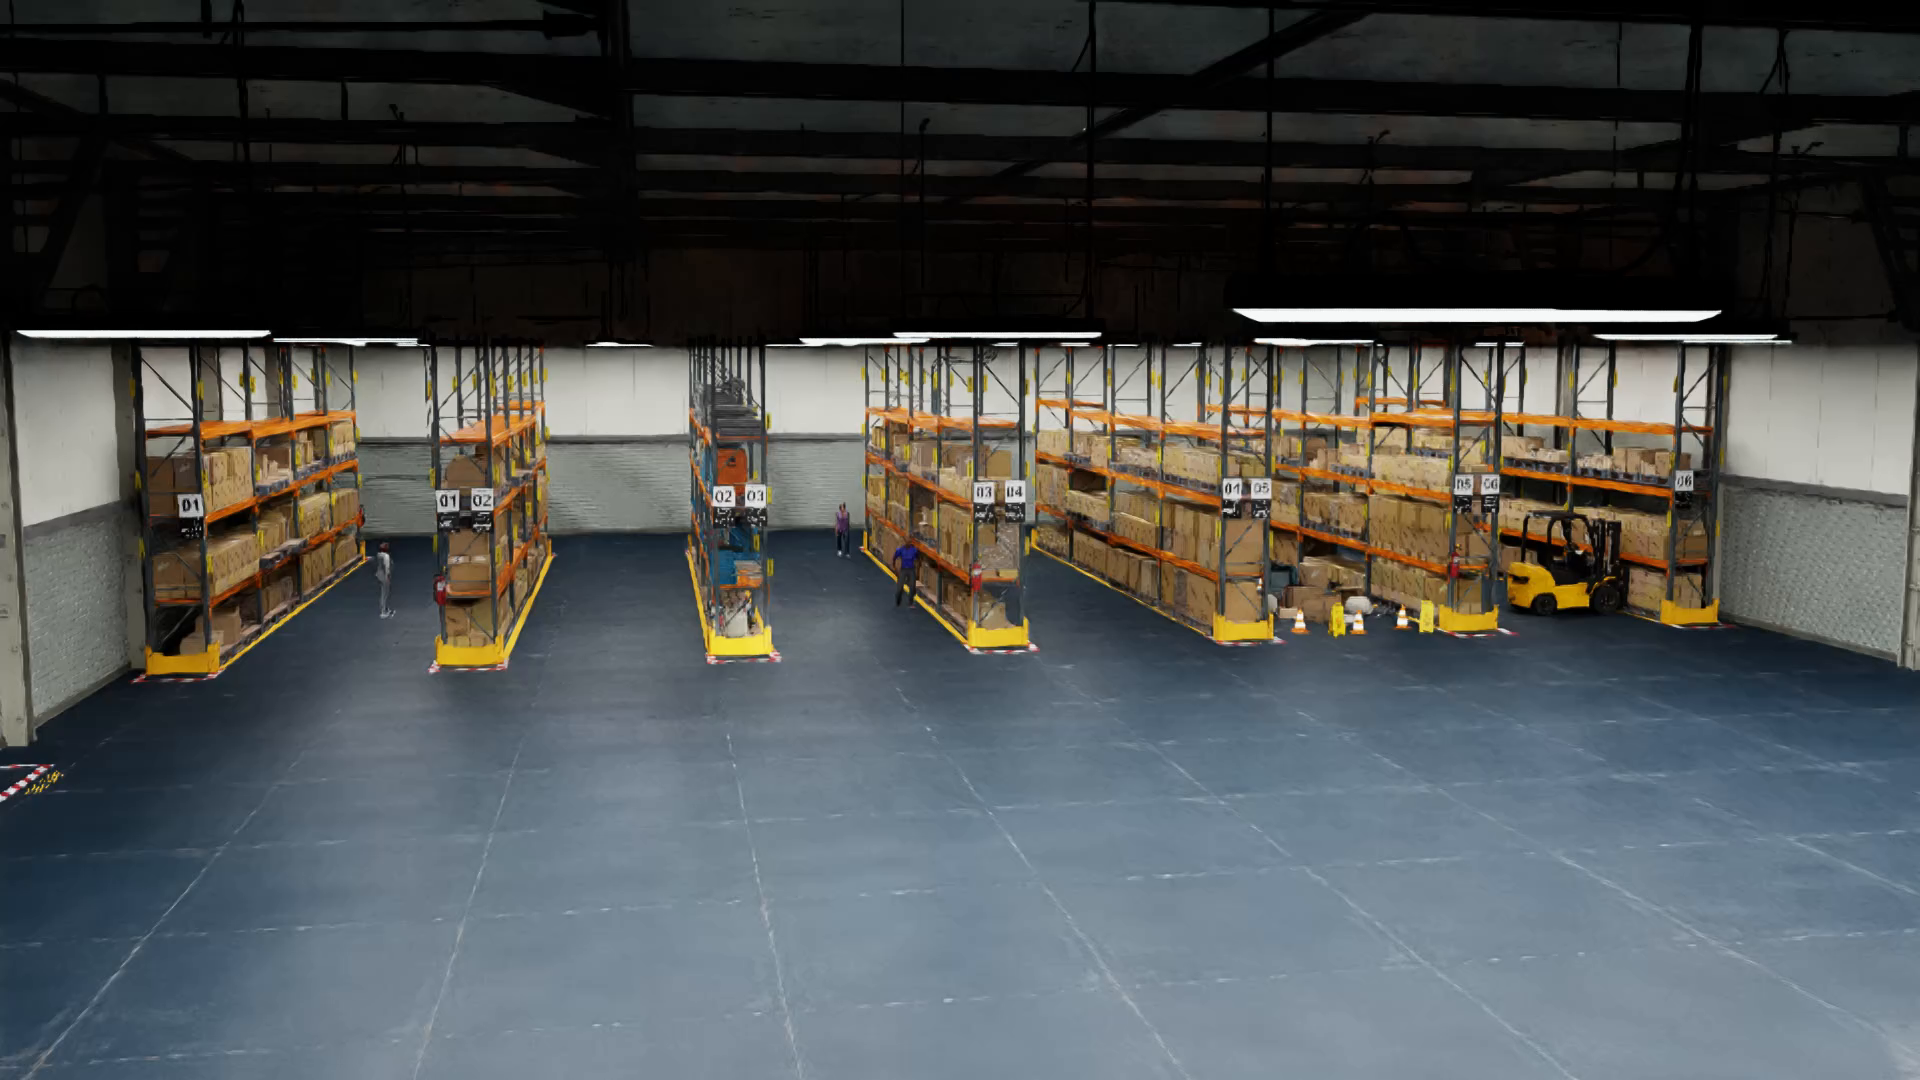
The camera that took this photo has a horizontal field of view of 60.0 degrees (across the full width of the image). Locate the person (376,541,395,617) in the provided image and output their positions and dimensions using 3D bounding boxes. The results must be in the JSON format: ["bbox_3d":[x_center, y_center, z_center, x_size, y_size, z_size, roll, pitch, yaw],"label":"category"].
[{"bbox_3d":[-12.318,0.827,35.713,0.417,1.603,0.505,-6,9,-40],"label":"person"}]

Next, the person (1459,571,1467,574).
[{"bbox_3d":[11.333,0.563,37.710,0.477,1.675,0.487,2,7,21],"label":"person"}]

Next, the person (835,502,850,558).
[{"bbox_3d":[-3.248,-0.297,45.872,0.417,1.517,1.036,-1,7,-8],"label":"person"}]

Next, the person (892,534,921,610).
[{"bbox_3d":[-1.119,0.664,34.855,0.592,1.604,0.518,-1,7,-12],"label":"person"}]
